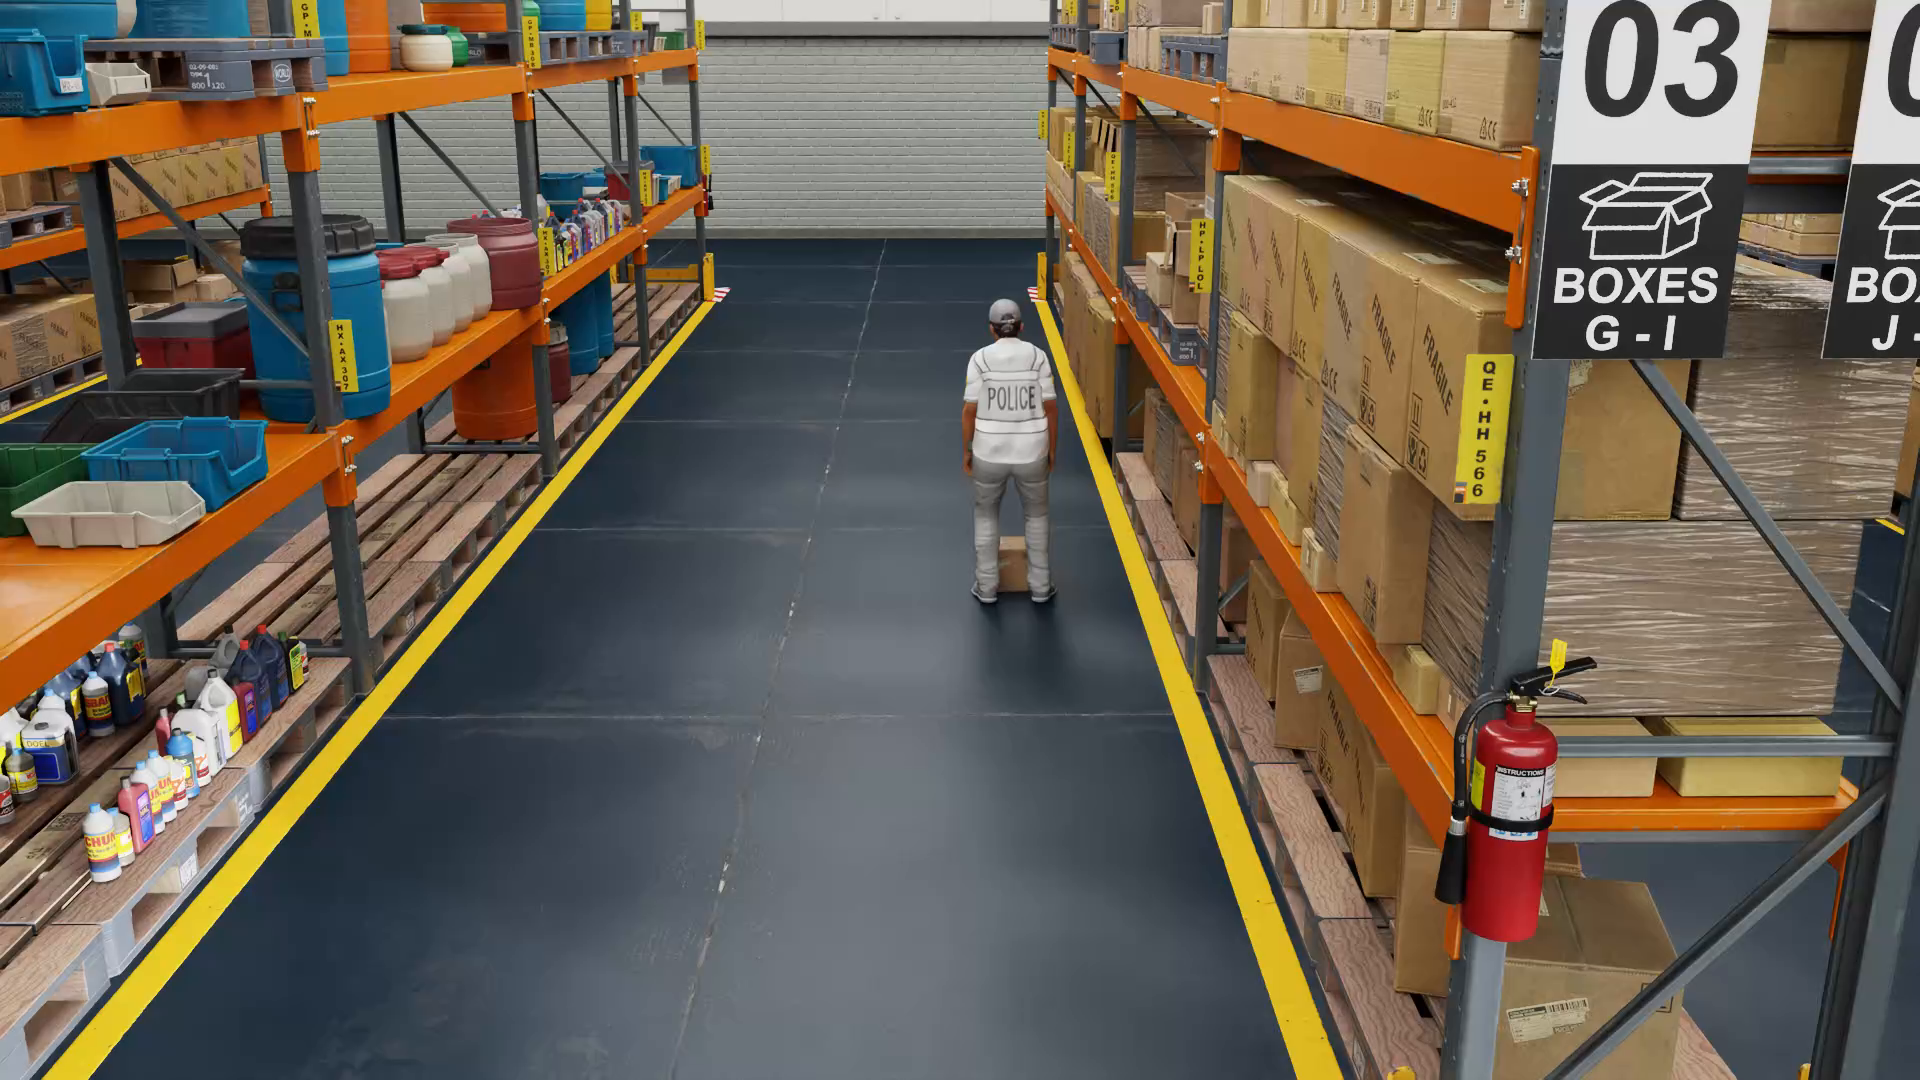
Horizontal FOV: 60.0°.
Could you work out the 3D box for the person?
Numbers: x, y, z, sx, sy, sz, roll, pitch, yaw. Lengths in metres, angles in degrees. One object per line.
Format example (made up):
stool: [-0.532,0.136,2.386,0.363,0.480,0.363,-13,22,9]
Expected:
person: [0.278,-0.473,9.062,0.546,1.665,0.469,-1,17,-3]
